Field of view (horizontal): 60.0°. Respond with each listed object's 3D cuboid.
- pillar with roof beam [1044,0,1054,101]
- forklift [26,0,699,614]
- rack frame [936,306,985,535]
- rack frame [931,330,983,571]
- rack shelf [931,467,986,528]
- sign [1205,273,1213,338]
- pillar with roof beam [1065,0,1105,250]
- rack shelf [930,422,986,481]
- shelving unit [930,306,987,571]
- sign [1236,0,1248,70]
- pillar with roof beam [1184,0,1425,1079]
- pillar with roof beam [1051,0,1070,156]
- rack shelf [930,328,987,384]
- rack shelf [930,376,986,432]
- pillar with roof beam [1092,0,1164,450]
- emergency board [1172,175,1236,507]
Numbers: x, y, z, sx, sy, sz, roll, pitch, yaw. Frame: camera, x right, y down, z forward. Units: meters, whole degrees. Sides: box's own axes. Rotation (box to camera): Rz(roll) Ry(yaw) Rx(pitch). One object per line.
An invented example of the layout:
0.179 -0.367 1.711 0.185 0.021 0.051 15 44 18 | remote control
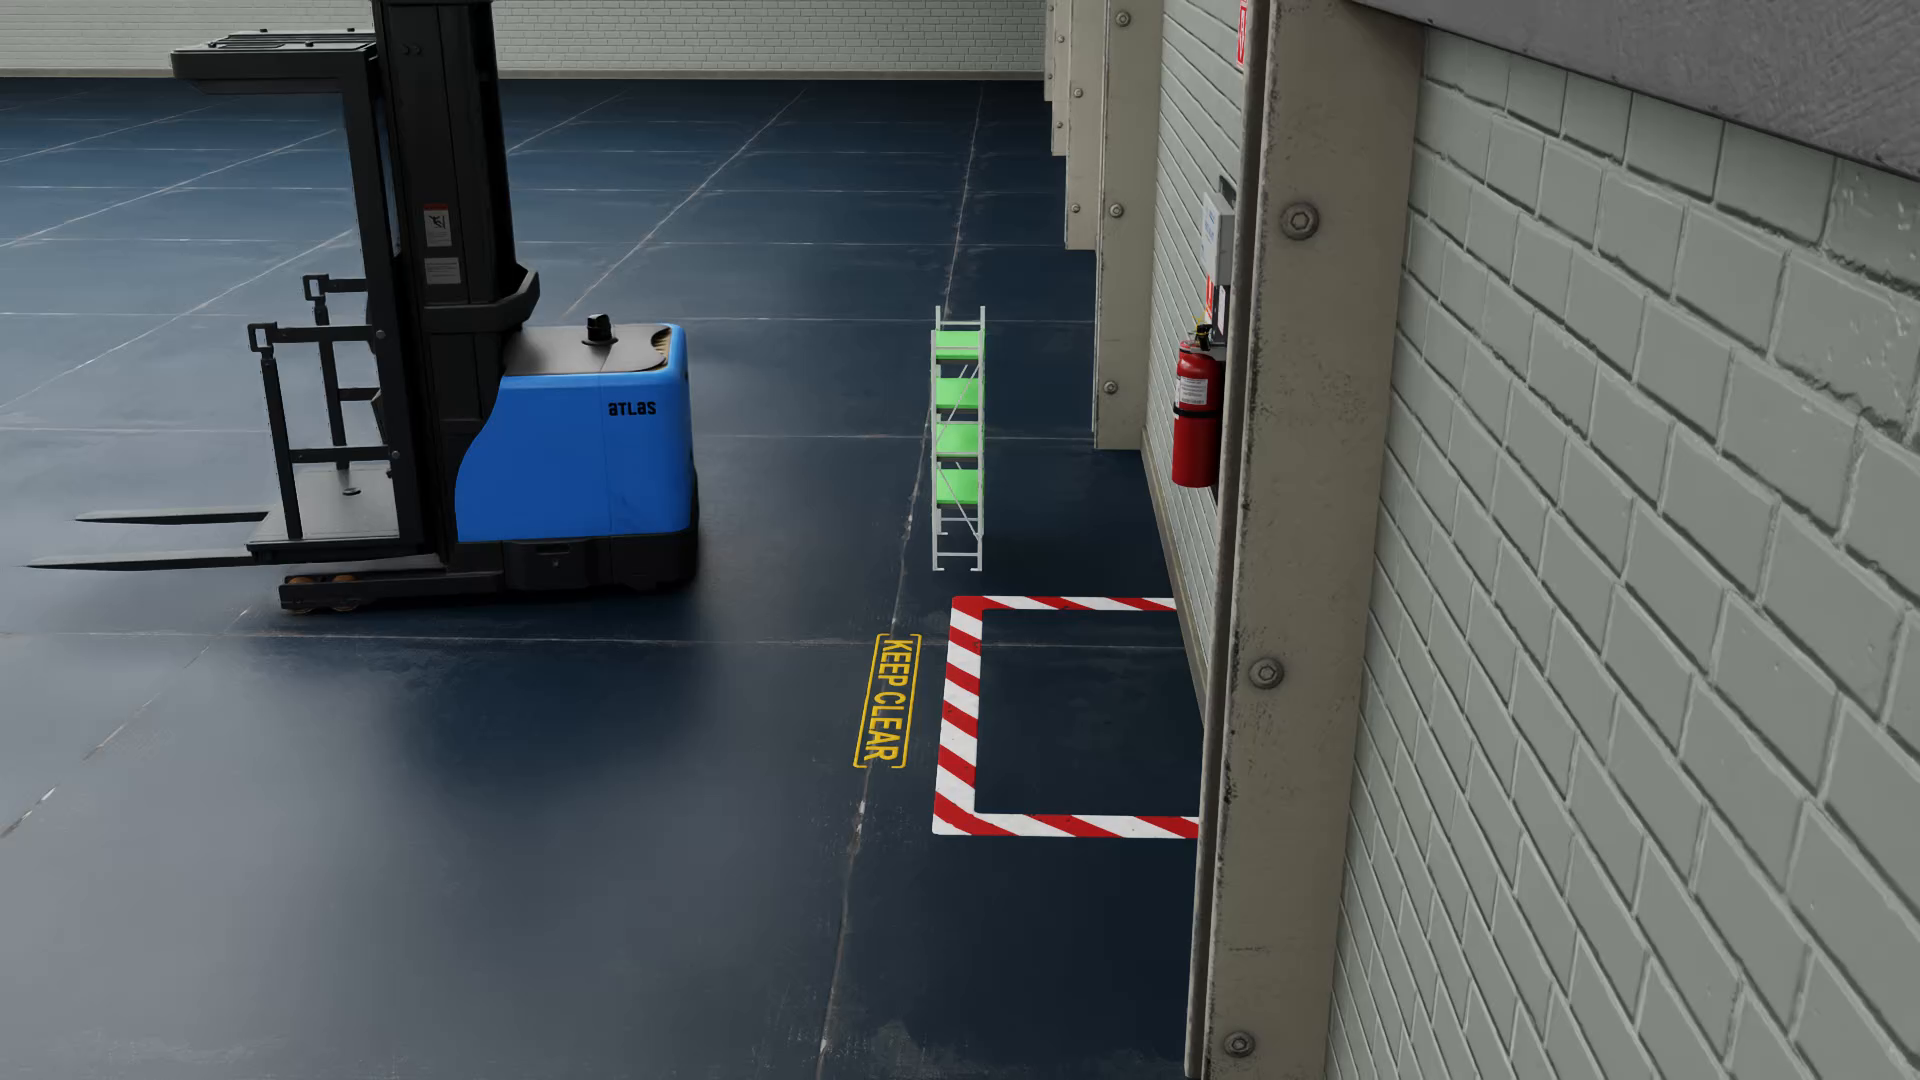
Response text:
-2.790 -11.364 25.376 9.100 9.000 0.400 1 21 2 | pillar with roof beam
-2.819 -1.230 7.647 3.031 2.935 1.130 -3 21 -7 | forklift
0.002 -0.588 8.385 0.240 1.200 0.015 1 21 2 | rack frame
-0.012 -0.411 7.930 0.240 1.200 0.015 1 21 2 | rack frame
-0.005 -0.216 8.268 0.258 0.148 0.480 1 21 2 | rack shelf
1.016 -0.950 6.782 0.001 0.329 0.234 1 21 2 | sign
-3.155 -7.025 14.194 9.100 9.000 0.400 1 21 2 | pillar with roof beam
-0.005 -0.440 8.181 0.258 0.148 0.480 1 21 2 | rack shelf
-0.005 -0.500 8.158 0.258 1.200 0.503 1 21 2 | shelving unit
0.996 -1.817 5.862 0.001 0.298 0.199 1 21 2 | sign
-3.520 -2.686 3.011 9.100 9.000 0.400 1 21 2 | pillar with roof beam
-2.973 -9.194 19.785 9.100 9.000 0.400 1 21 2 | pillar with roof beam
-0.005 -0.887 8.007 0.258 0.148 0.480 1 21 2 | rack shelf
-0.005 -0.664 8.094 0.258 0.148 0.480 1 21 2 | rack shelf
-3.338 -4.855 8.602 9.100 9.000 0.400 1 21 2 | pillar with roof beam
0.896 -0.735 6.276 0.194 1.169 0.643 1 21 2 | emergency board
